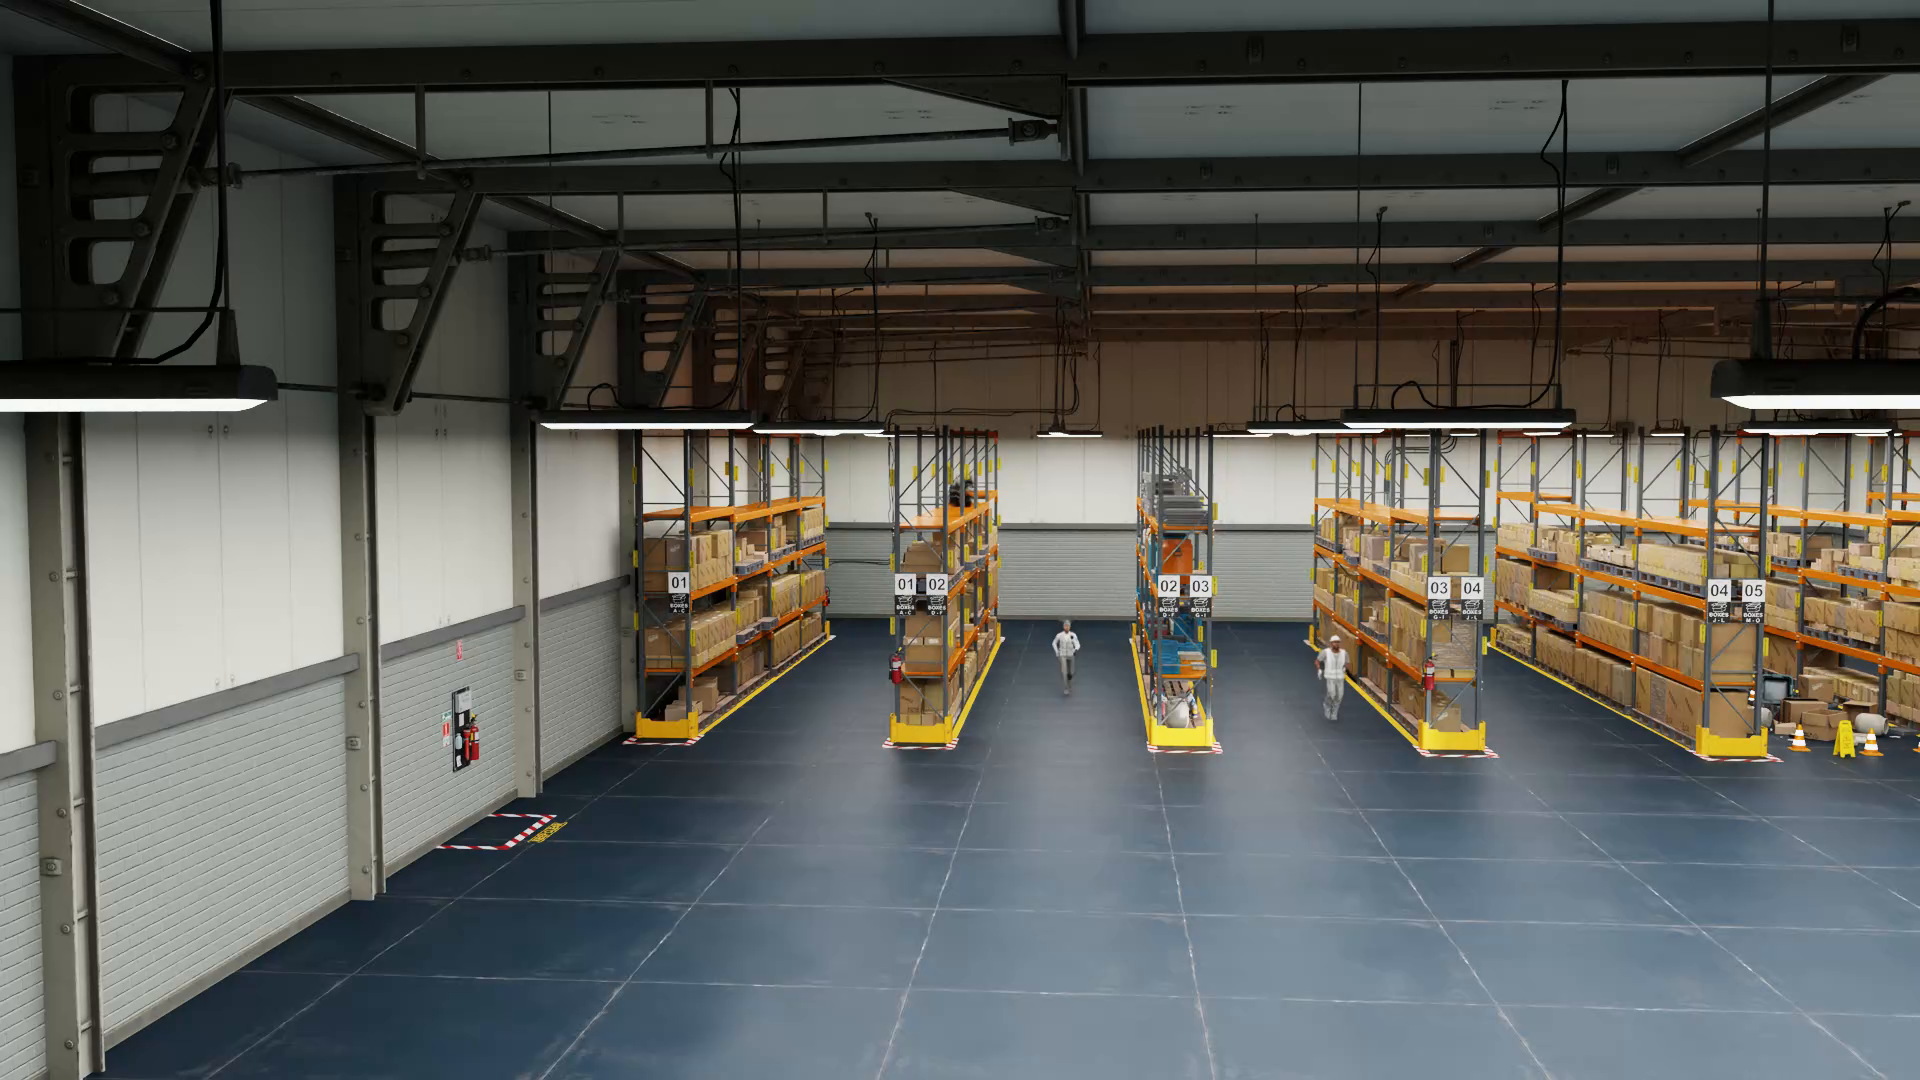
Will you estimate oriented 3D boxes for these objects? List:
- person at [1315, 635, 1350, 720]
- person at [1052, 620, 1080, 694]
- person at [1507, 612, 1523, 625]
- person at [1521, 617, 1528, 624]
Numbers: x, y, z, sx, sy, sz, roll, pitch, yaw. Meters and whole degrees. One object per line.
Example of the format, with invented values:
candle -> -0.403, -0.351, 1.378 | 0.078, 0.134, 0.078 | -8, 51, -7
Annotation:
person -> 7.605, 2.809, 33.723 | 0.670, 1.737, 0.624 | 0, 3, -5
person -> 2.406, 2.627, 37.655 | 0.625, 1.660, 0.767 | 0, 3, -2
person -> 15.929, 2.060, 47.432 | 0.627, 1.666, 0.666 | -3, 5, -42
person -> 16.213, 2.068, 47.368 | 0.700, 1.582, 0.612 | 0, 3, 6
